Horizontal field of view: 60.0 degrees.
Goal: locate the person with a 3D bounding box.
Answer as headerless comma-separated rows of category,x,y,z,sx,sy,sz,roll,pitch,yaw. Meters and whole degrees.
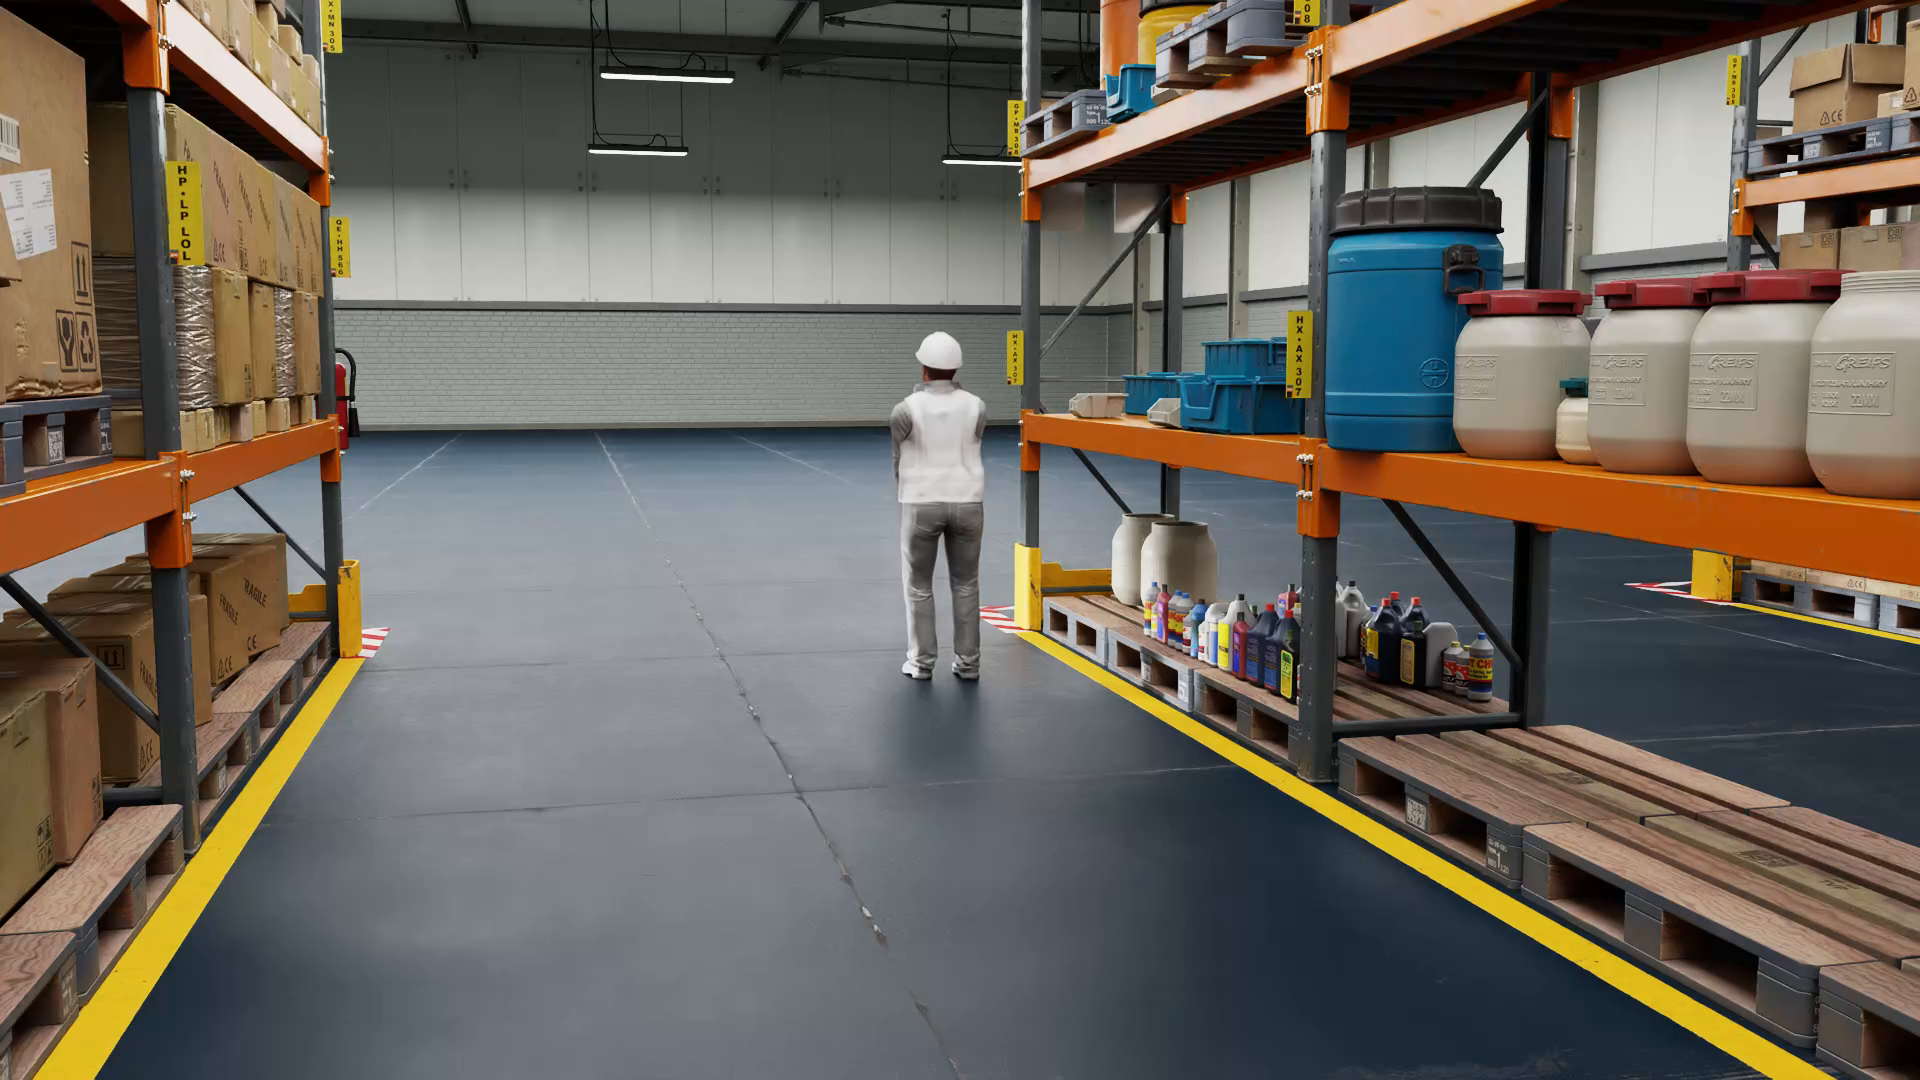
person,-0.130,-0.178,8.539,0.494,1.762,0.559,-1,6,-13
